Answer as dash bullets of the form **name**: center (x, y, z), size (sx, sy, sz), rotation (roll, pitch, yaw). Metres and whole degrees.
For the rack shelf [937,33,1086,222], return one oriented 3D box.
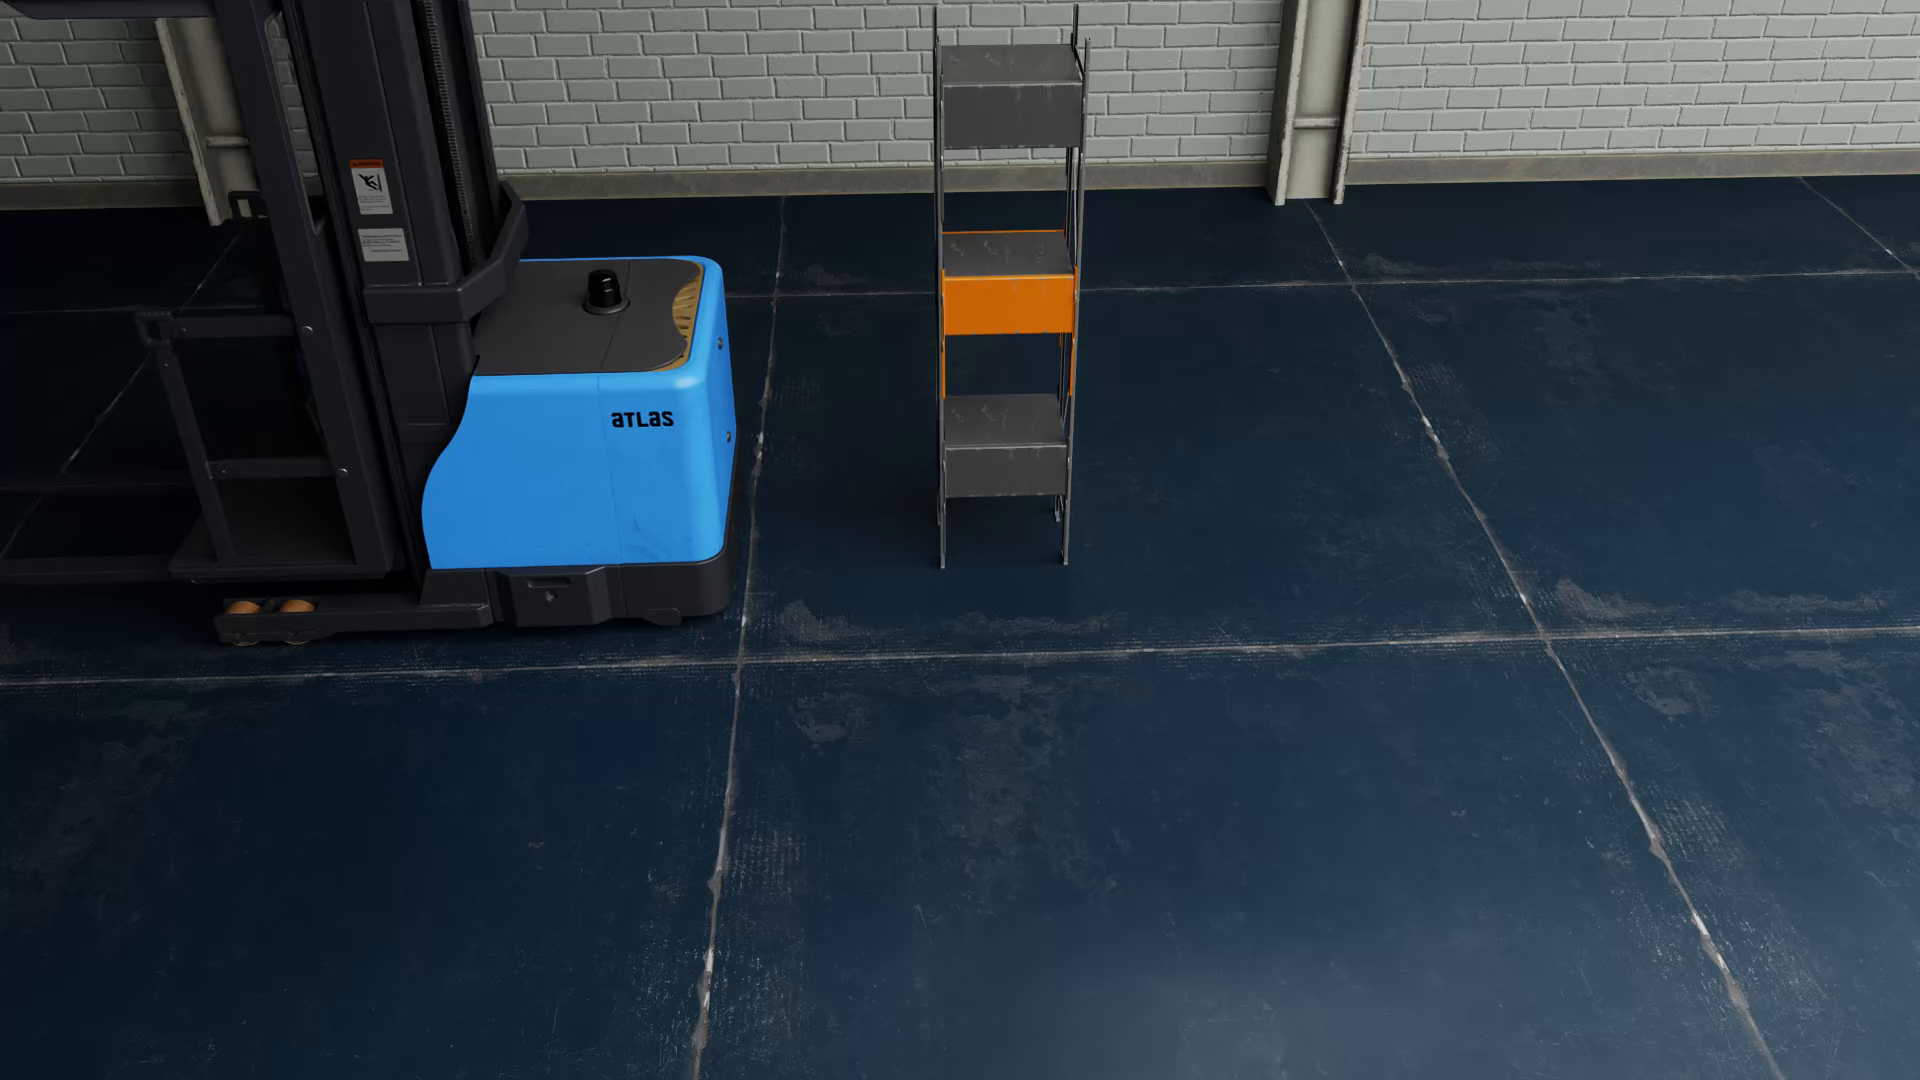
- **rack shelf**: center (0.165, -1.432, 5.768), size (0.480, 0.518, 0.431), rotation (-2, 35, -2)

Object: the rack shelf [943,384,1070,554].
- **rack shelf**: center (0.165, -0.281, 6.565), size (0.480, 0.518, 0.431), rotation (-2, 35, -2)

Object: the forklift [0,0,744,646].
- **forklift**: center (-2.401, -1.121, 5.794), size (3.031, 2.935, 1.130), rotation (-2, 35, -2)

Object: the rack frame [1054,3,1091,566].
- **rack frame**: center (0.409, -0.874, 6.168), size (0.015, 2.100, 0.400), rotation (-2, 35, -2)

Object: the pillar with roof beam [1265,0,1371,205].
- **pillar with roof beam**: center (2.195, -3.263, 3.558), size (0.400, 9.000, 9.100), rotation (-2, 35, -2)

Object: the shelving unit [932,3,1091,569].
- **shelving unit**: center (0.165, -0.868, 6.159), size (0.503, 2.100, 0.431), rotation (-2, 35, -2)

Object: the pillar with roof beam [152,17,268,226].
- **pillar with roof beam**: center (-3.798, -3.102, 3.324), size (0.400, 9.000, 9.100), rotation (-2, 35, -2)

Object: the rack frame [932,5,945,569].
- **rack frame**: center (-0.078, -0.861, 6.149), size (0.015, 2.100, 0.400), rotation (-2, 35, -2)

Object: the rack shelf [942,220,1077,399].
- **rack shelf**: center (0.165, -0.857, 6.167), size (0.480, 0.518, 0.431), rotation (-2, 35, -2)
